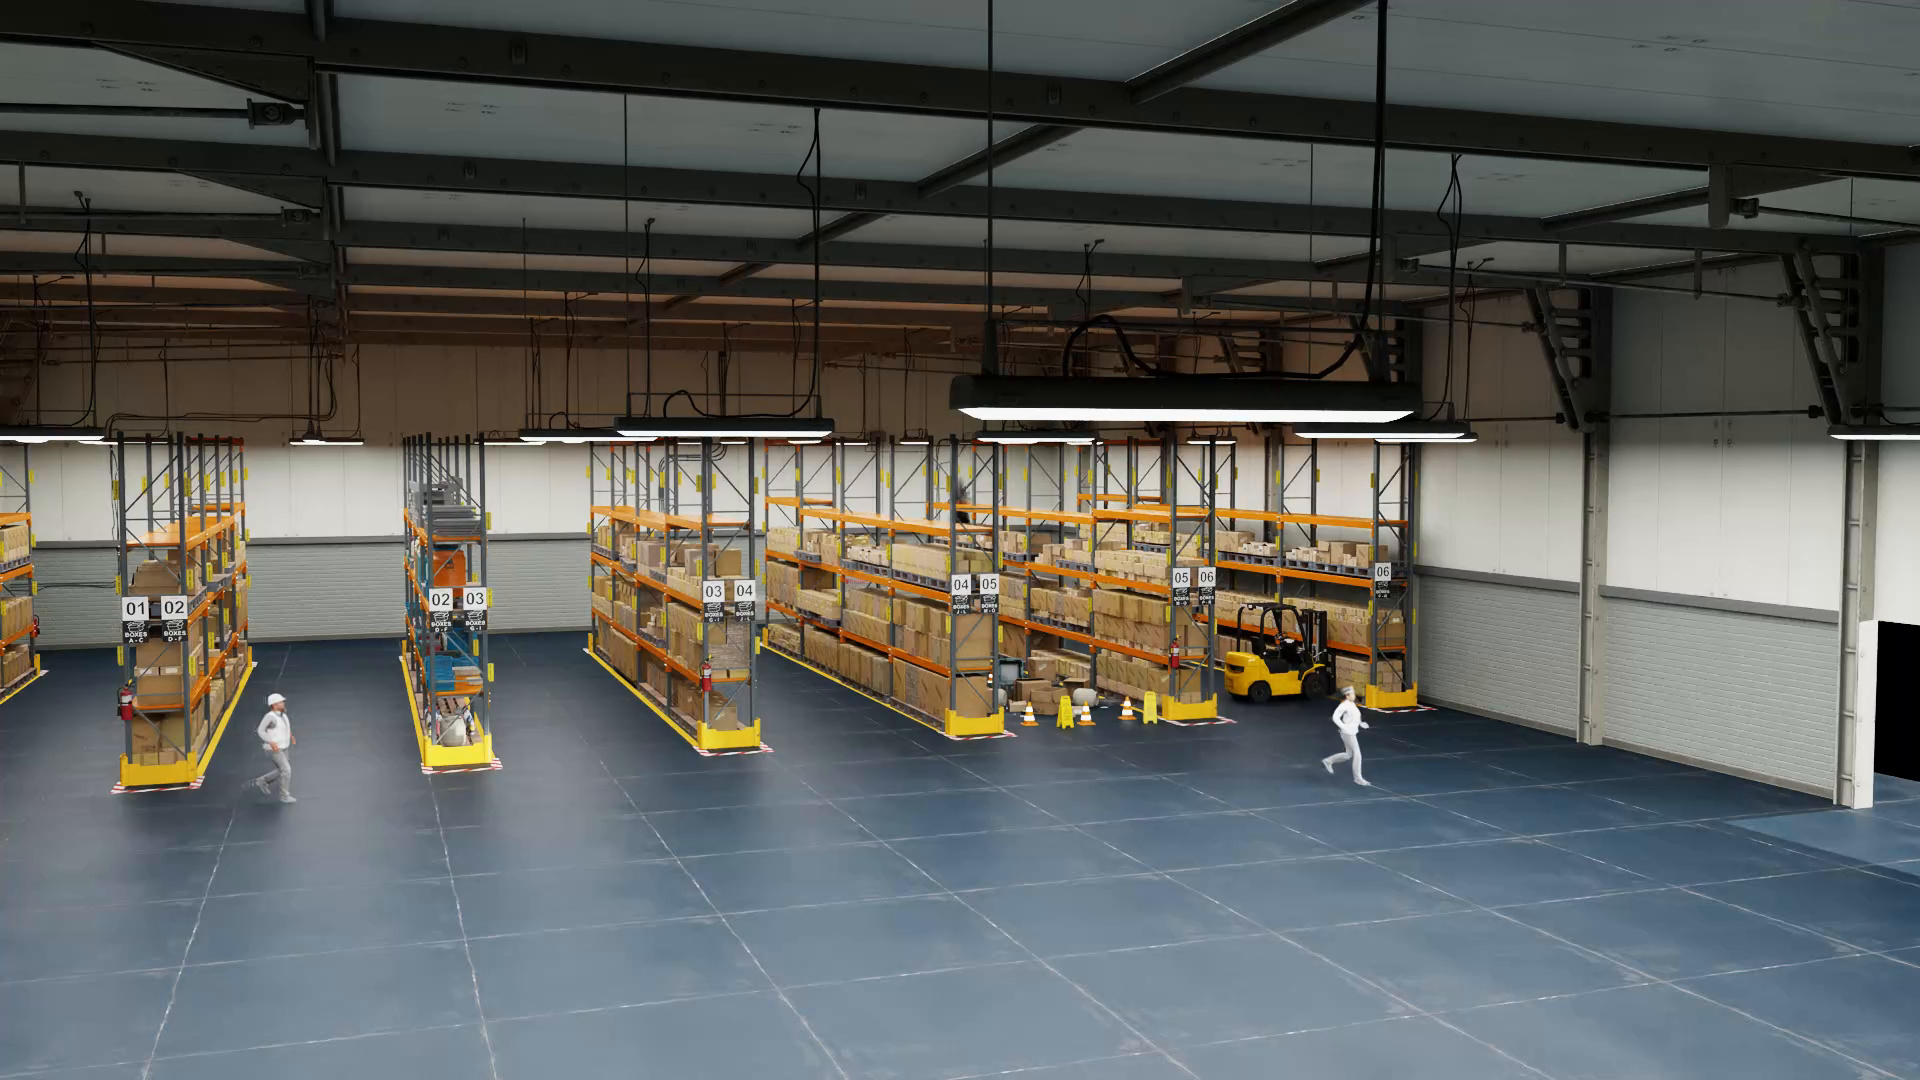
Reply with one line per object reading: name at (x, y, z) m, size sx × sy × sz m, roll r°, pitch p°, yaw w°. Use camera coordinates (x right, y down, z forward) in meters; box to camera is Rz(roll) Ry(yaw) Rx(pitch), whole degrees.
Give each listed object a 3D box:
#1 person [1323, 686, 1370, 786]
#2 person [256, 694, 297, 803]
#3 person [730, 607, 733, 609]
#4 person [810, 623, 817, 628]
person at (6.612, 3.321, 28.376) m, size 0.802 × 1.696 × 0.618 m, roll 2°, pitch 4°, yaw 28°
person at (-11.092, 3.367, 26.894) m, size 0.741 × 1.771 × 0.682 m, roll 0°, pitch 3°, yaw 4°
person at (-6.681, 2.244, 47.258) m, size 0.748 × 1.812 × 0.802 m, roll 0°, pitch 3°, yaw 0°
person at (-4.292, 2.075, 50.021) m, size 0.720 × 1.814 × 0.619 m, roll -1°, pitch 3°, yaw -19°
